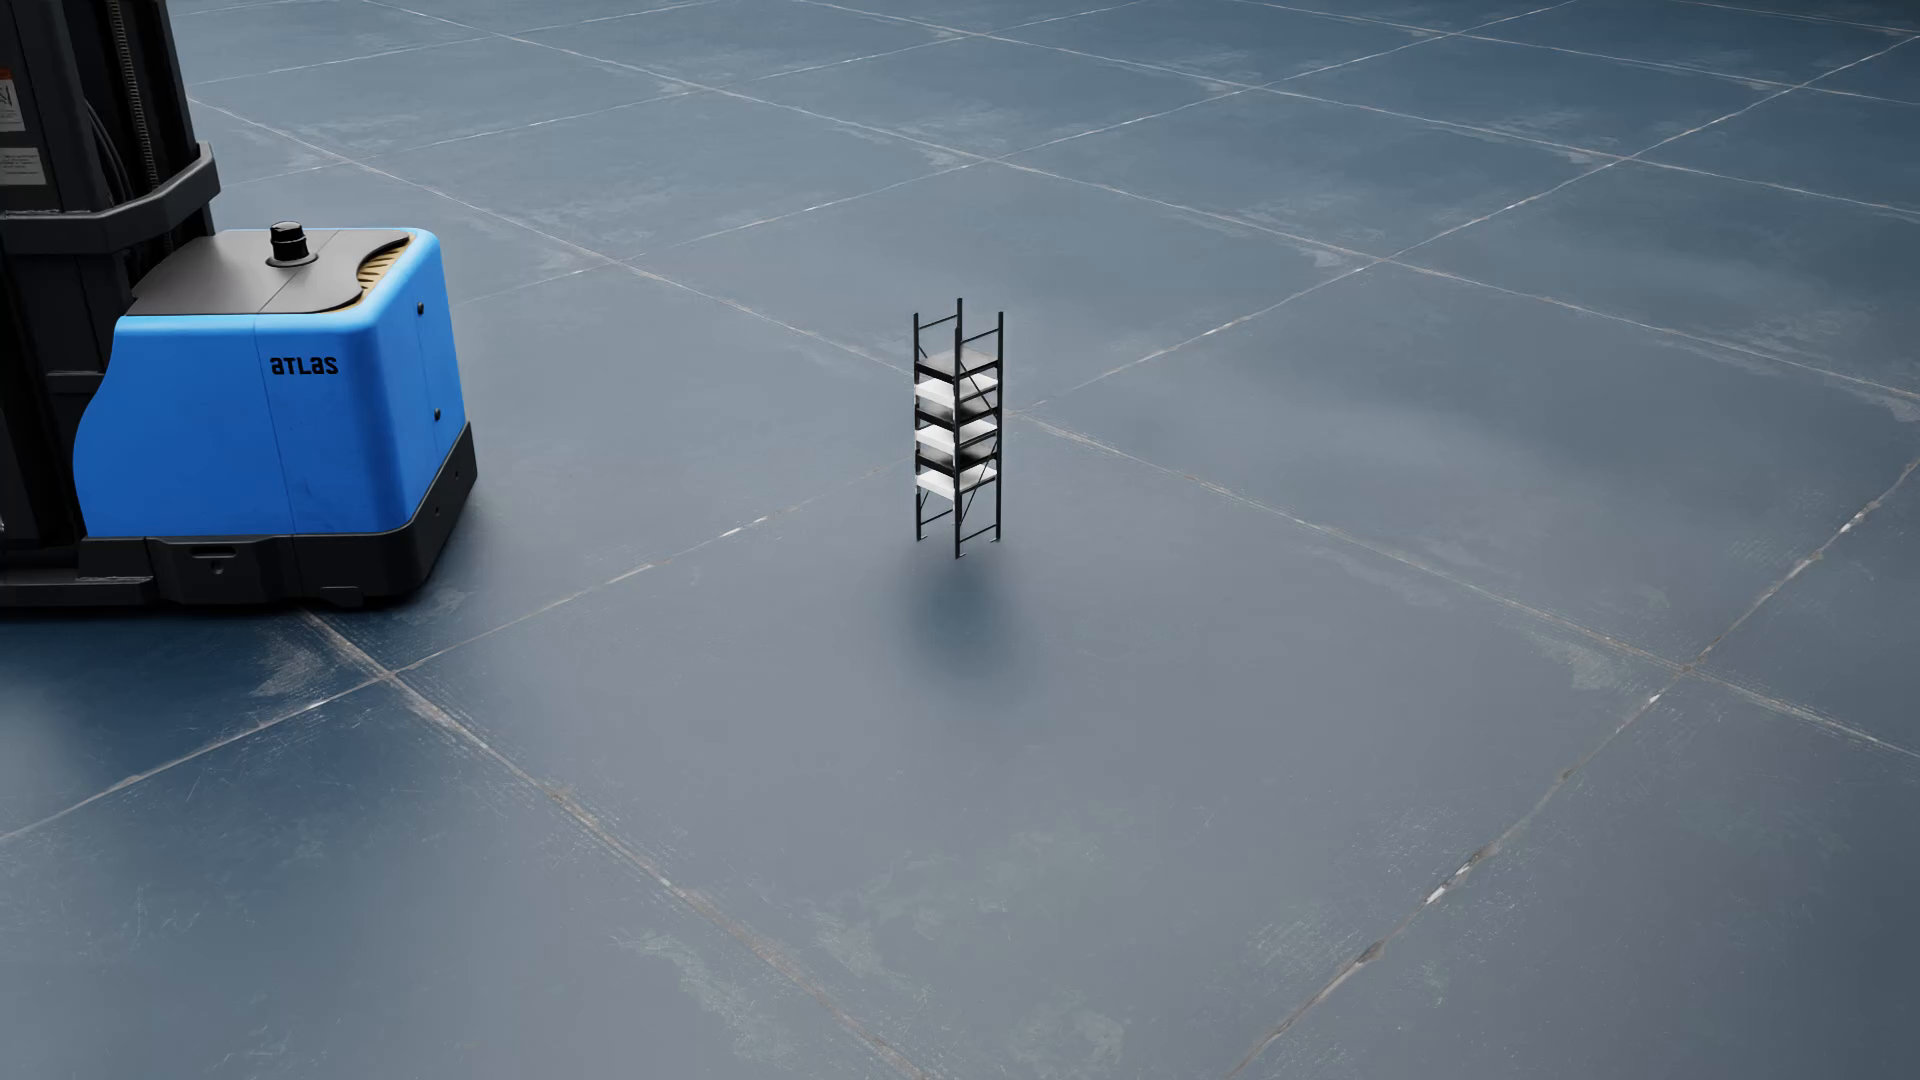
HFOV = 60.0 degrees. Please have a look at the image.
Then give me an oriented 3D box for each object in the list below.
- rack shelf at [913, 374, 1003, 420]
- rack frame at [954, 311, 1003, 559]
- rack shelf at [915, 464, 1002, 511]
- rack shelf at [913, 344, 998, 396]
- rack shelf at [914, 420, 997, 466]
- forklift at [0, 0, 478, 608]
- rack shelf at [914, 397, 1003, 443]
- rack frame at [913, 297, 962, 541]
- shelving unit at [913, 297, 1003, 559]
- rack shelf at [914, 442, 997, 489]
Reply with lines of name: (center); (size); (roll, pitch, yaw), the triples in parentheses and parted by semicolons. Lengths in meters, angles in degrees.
rack shelf: (-0.006, -0.531, 5.977); (0.200, 0.077, 0.258); (25, 36, 38)
rack frame: (0.067, -0.368, 5.983); (0.006, 0.900, 0.240); (25, 36, 38)
rack shelf: (-0.006, -0.212, 6.145); (0.200, 0.077, 0.258); (25, 36, 38)
rack shelf: (-0.006, -0.610, 5.935); (0.200, 0.077, 0.258); (25, 36, 38)
rack shelf: (-0.006, -0.371, 6.061); (0.200, 0.077, 0.258); (25, 36, 38)
forklift: (-3.405, -1.261, 5.499); (3.031, 2.935, 1.130); (-1, 28, -2)
rack shelf: (-0.006, -0.451, 6.019); (0.200, 0.077, 0.258); (25, 36, 38)
rack frame: (-0.078, -0.434, 6.109); (0.006, 0.900, 0.240); (25, 36, 38)
shelving unit: (-0.006, -0.401, 6.046); (0.210, 0.900, 0.258); (25, 36, 38)
rack shelf: (-0.006, -0.292, 6.103); (0.200, 0.077, 0.258); (25, 36, 38)
